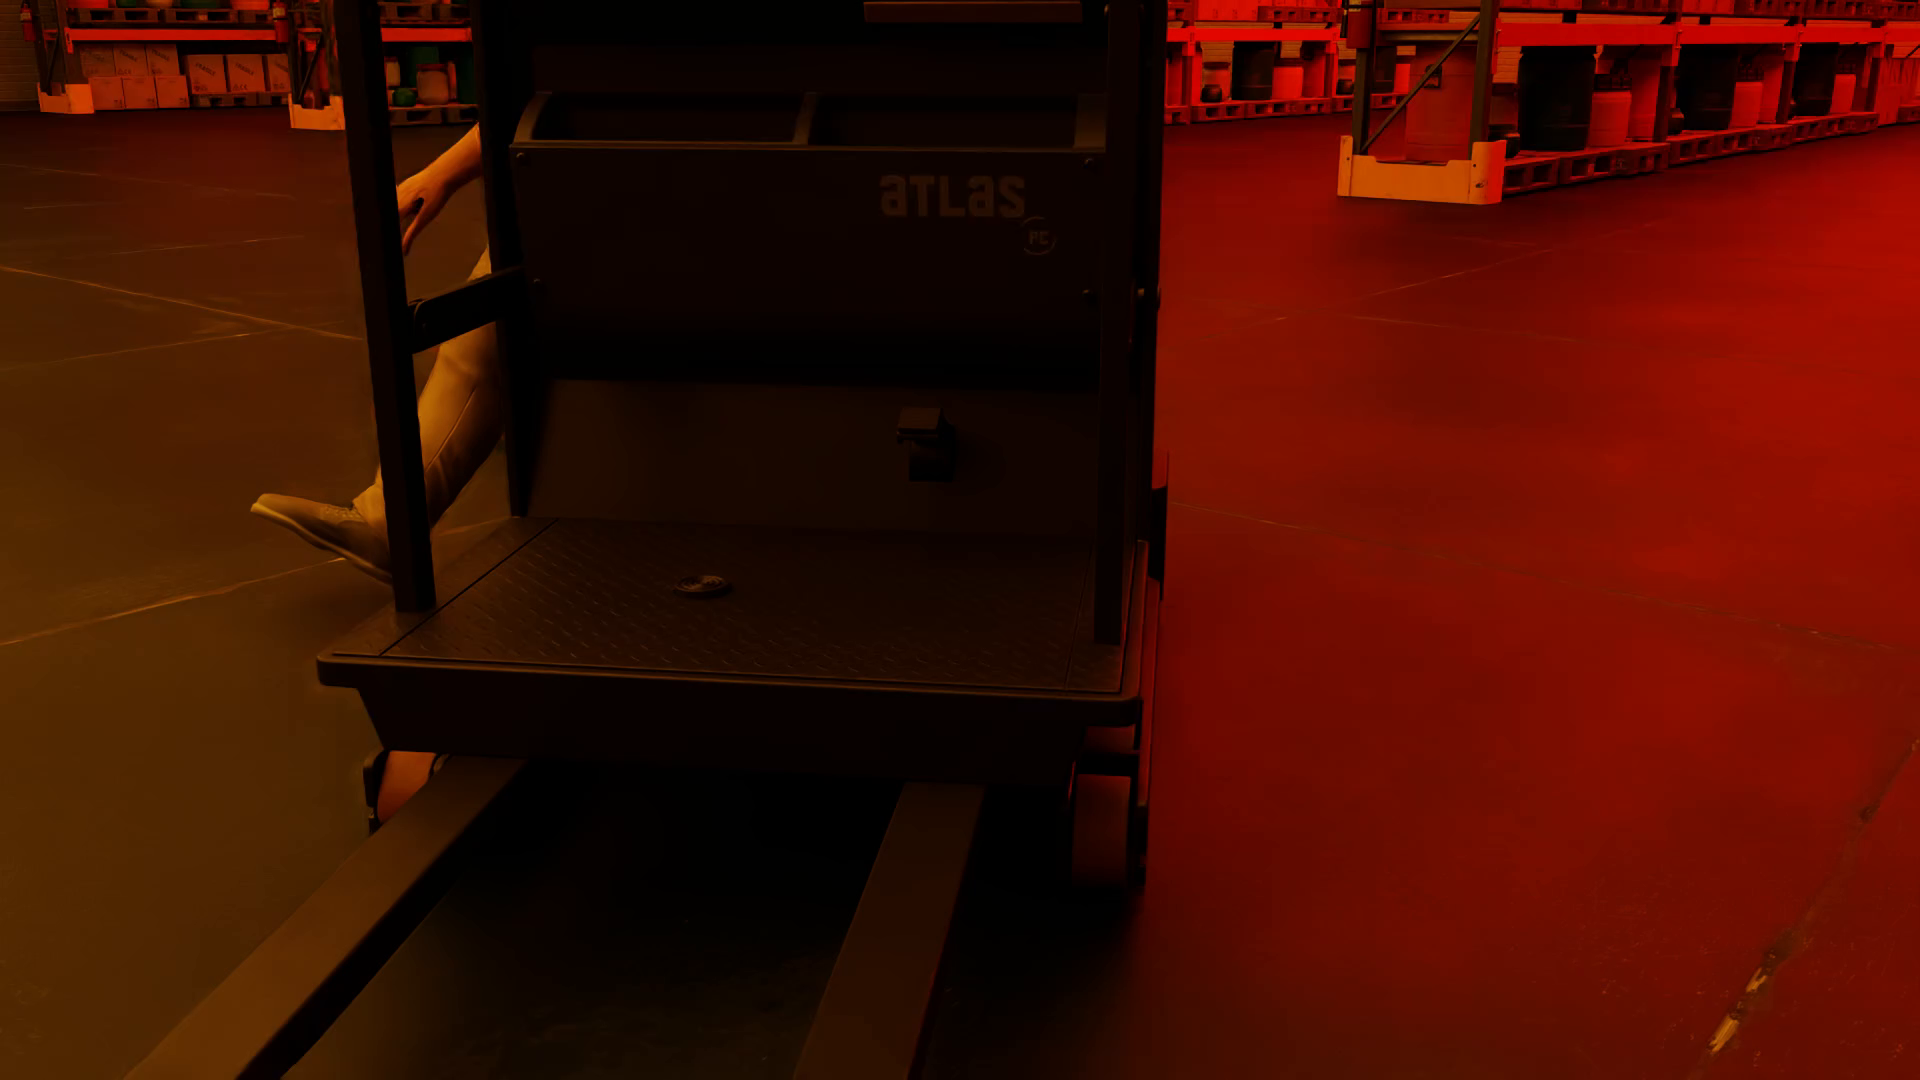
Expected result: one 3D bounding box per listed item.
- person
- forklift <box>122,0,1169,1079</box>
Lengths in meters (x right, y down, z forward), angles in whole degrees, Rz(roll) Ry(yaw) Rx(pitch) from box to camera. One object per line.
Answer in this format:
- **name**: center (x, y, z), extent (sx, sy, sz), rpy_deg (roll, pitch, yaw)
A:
- **person**: center (-0.914, -0.655, 3.276), extent (1.000, 1.585, 0.833), rpy_deg (-9, 19, -26)
- **forklift**: center (-0.256, -1.019, 2.252), extent (1.130, 2.935, 3.031), rpy_deg (2, 17, 7)
